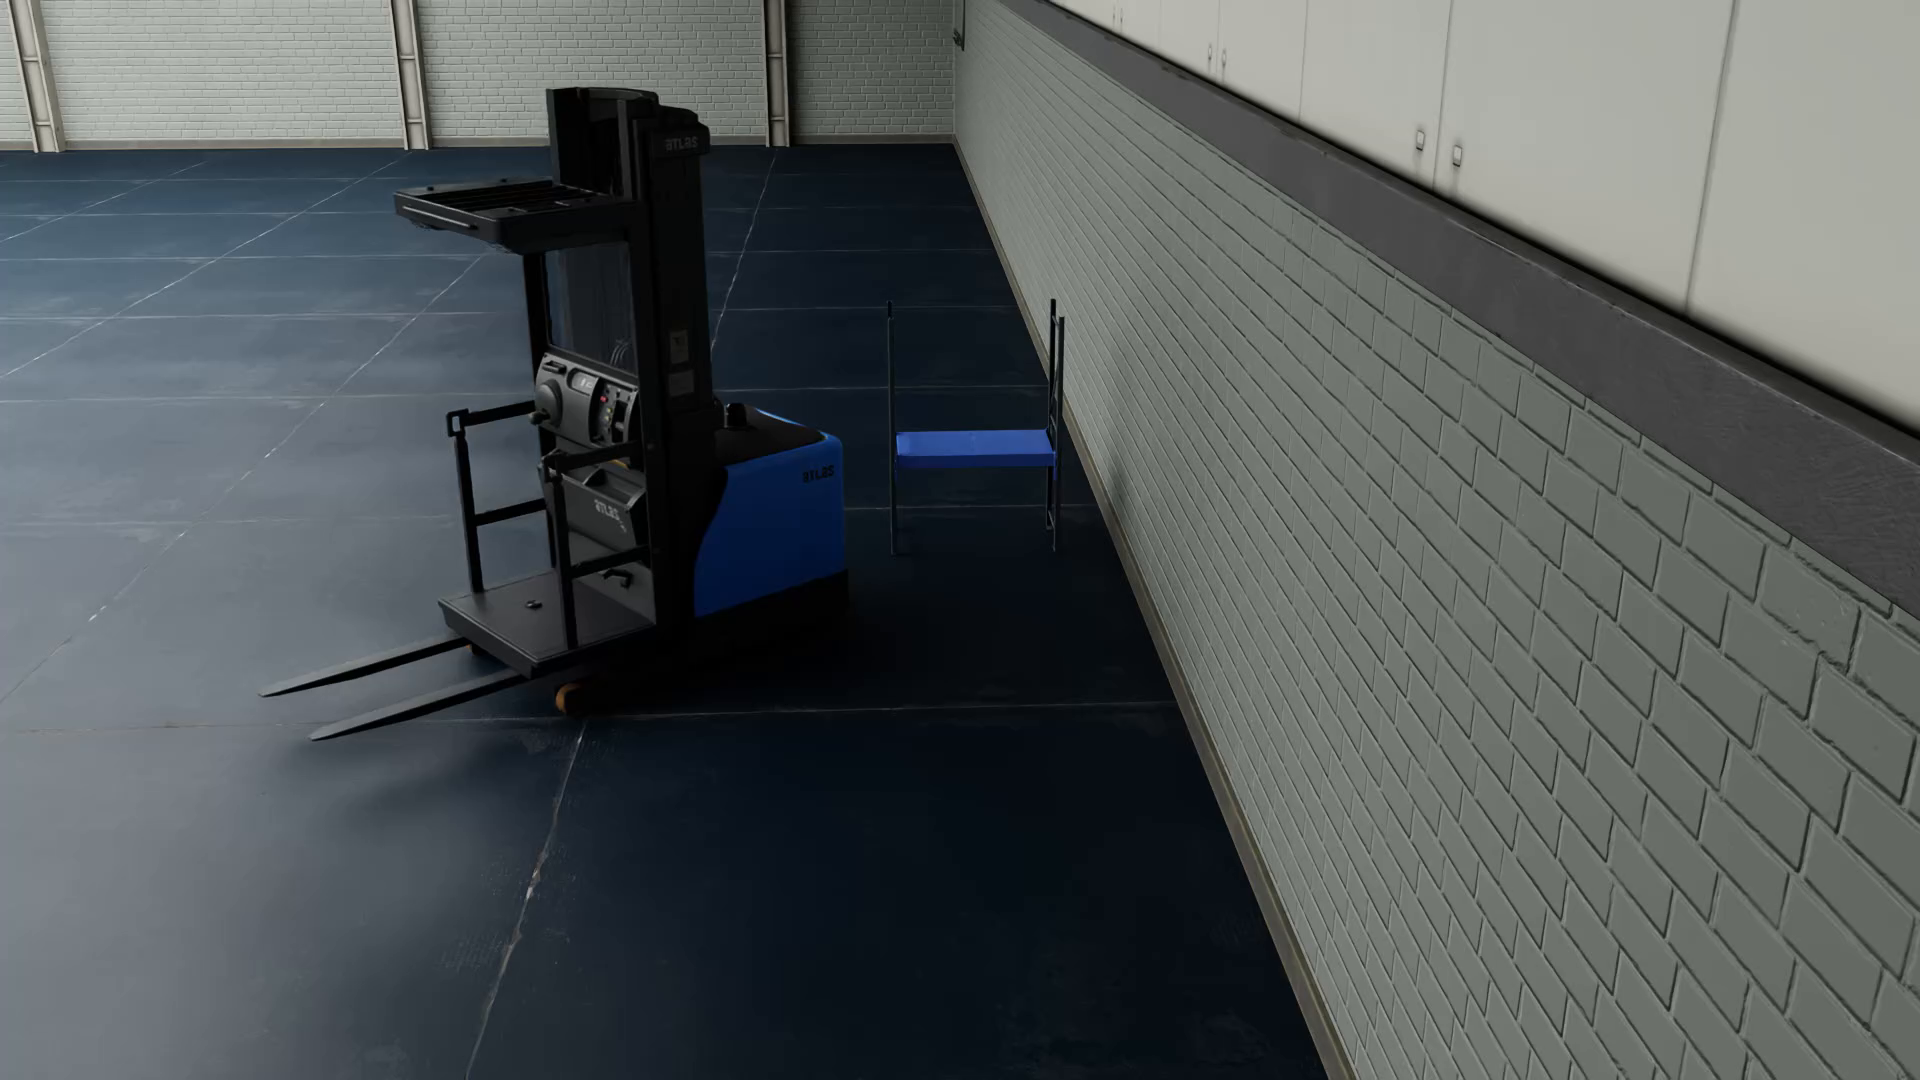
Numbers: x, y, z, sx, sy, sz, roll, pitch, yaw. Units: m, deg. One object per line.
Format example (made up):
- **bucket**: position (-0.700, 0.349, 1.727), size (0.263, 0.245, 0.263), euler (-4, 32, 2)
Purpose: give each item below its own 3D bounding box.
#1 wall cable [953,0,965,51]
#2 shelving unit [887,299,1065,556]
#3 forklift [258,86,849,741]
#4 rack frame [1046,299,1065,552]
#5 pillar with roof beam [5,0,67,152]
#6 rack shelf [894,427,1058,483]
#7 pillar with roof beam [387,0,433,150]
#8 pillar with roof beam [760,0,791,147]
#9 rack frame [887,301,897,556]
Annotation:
- **wall cable**: position (-0.062, -9.034, 26.066), size (0.112, 2.526, 3.097), euler (-1, 21, -3)
- **shelving unit**: position (0.085, -0.703, 10.359), size (1.048, 1.500, 0.538), euler (-1, 21, -3)
- **forklift**: position (-2.057, -0.697, 8.331), size (3.031, 2.935, 1.130), euler (-18, 27, -39)
- **rack frame**: position (0.593, -0.713, 10.386), size (0.032, 1.500, 0.500), euler (-1, 21, -3)
- **pillar with roof beam**: position (-14.813, -9.122, 21.933), size (0.400, 9.000, 9.100), euler (-1, 21, -3)
- **rack shelf**: position (0.085, -0.535, 10.423), size (1.000, 0.185, 0.538), euler (-1, 21, -3)
- **pillar with roof beam**: position (-8.823, -9.244, 22.253), size (0.400, 9.000, 9.100), euler (-1, 21, -3)
- **pillar with roof beam**: position (-2.832, -9.366, 22.573), size (0.400, 9.000, 9.100), euler (-1, 21, -3)
- **rack frame**: position (-0.422, -0.692, 10.332), size (0.032, 1.500, 0.500), euler (-1, 21, -3)
